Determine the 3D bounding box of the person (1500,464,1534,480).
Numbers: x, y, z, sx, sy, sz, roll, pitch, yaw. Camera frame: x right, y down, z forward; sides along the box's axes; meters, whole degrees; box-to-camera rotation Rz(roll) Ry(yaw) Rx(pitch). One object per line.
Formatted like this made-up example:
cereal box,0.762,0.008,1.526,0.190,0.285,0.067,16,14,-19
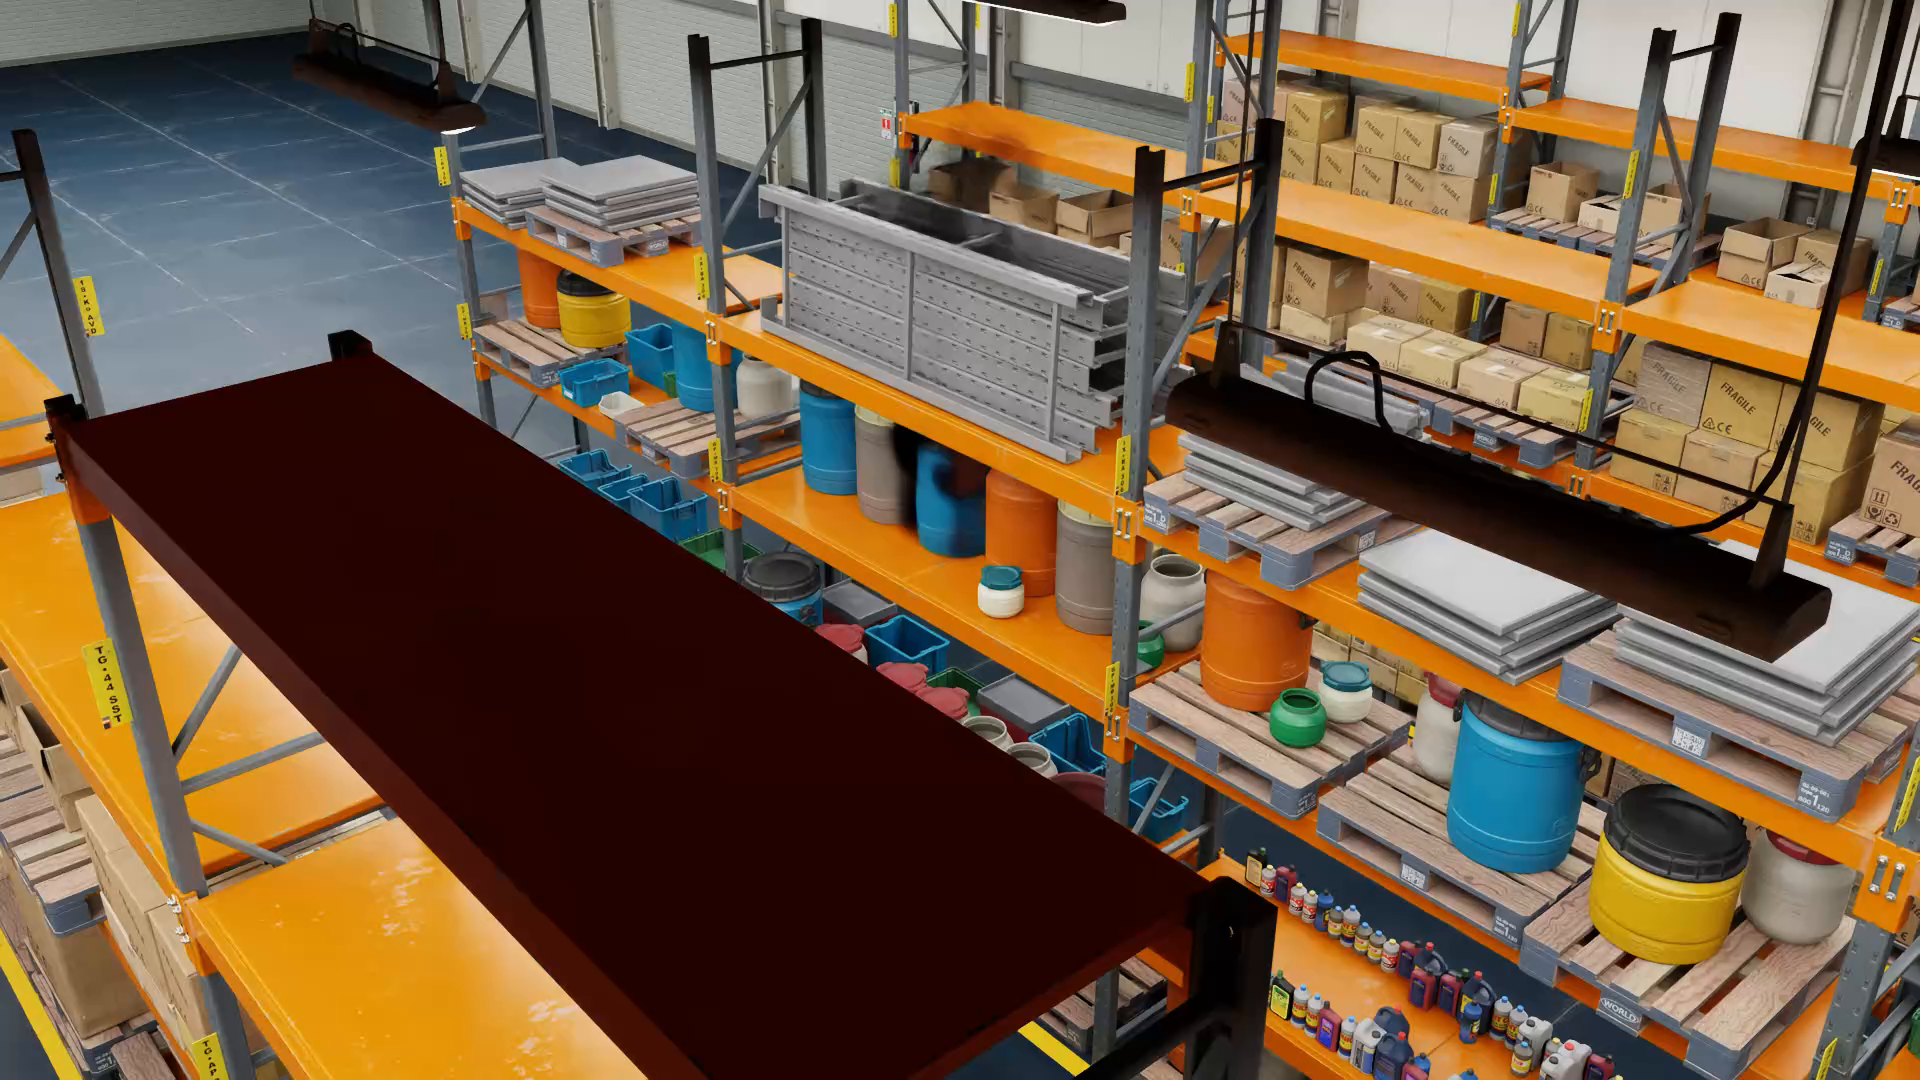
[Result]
person,5.525,-0.379,16.552,0.566,1.624,0.581,23,35,37

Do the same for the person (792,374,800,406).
person,-2.026,-2.009,19.592,0.944,1.832,0.740,-6,28,-12
